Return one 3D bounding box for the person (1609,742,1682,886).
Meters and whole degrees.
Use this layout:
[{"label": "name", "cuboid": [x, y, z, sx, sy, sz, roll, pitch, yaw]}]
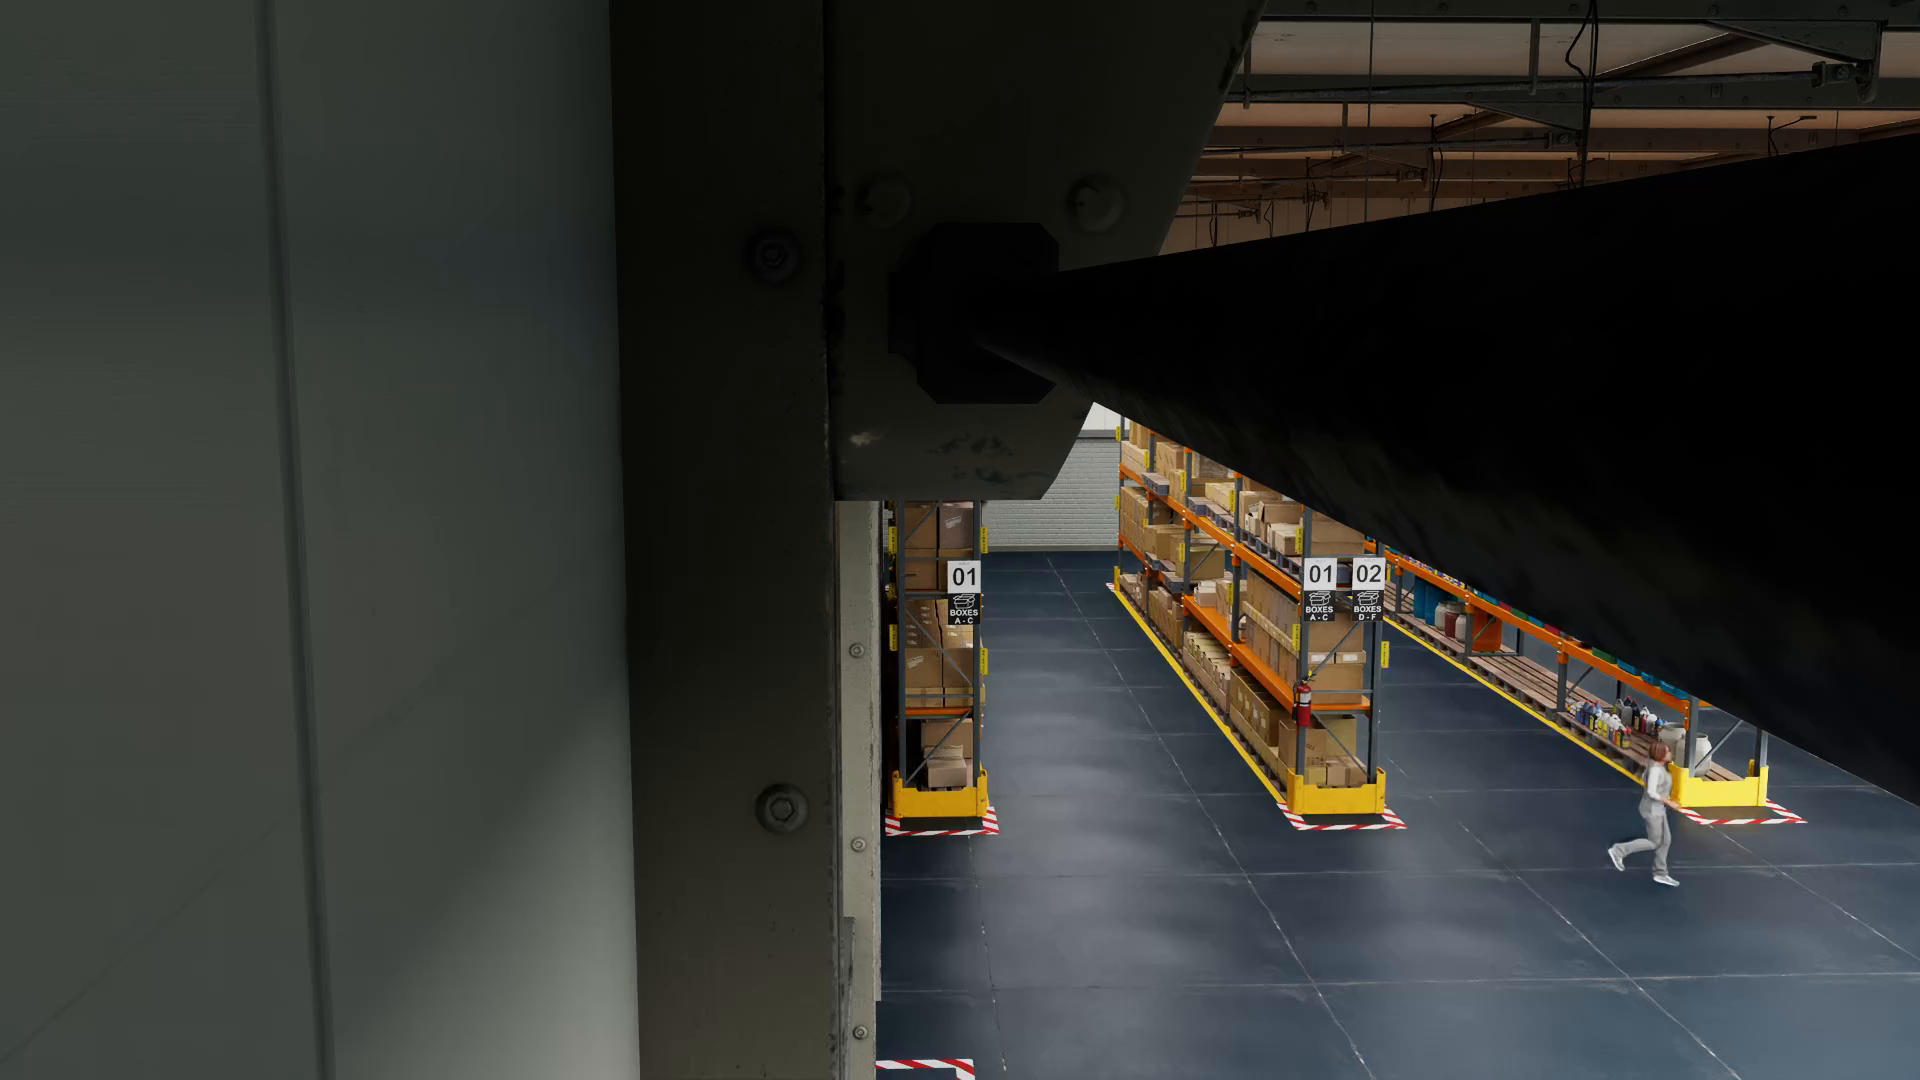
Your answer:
[{"label": "person", "cuboid": [7.527, 2.976, 18.155, 0.700, 1.580, 0.545, 3, 9, 23]}]
